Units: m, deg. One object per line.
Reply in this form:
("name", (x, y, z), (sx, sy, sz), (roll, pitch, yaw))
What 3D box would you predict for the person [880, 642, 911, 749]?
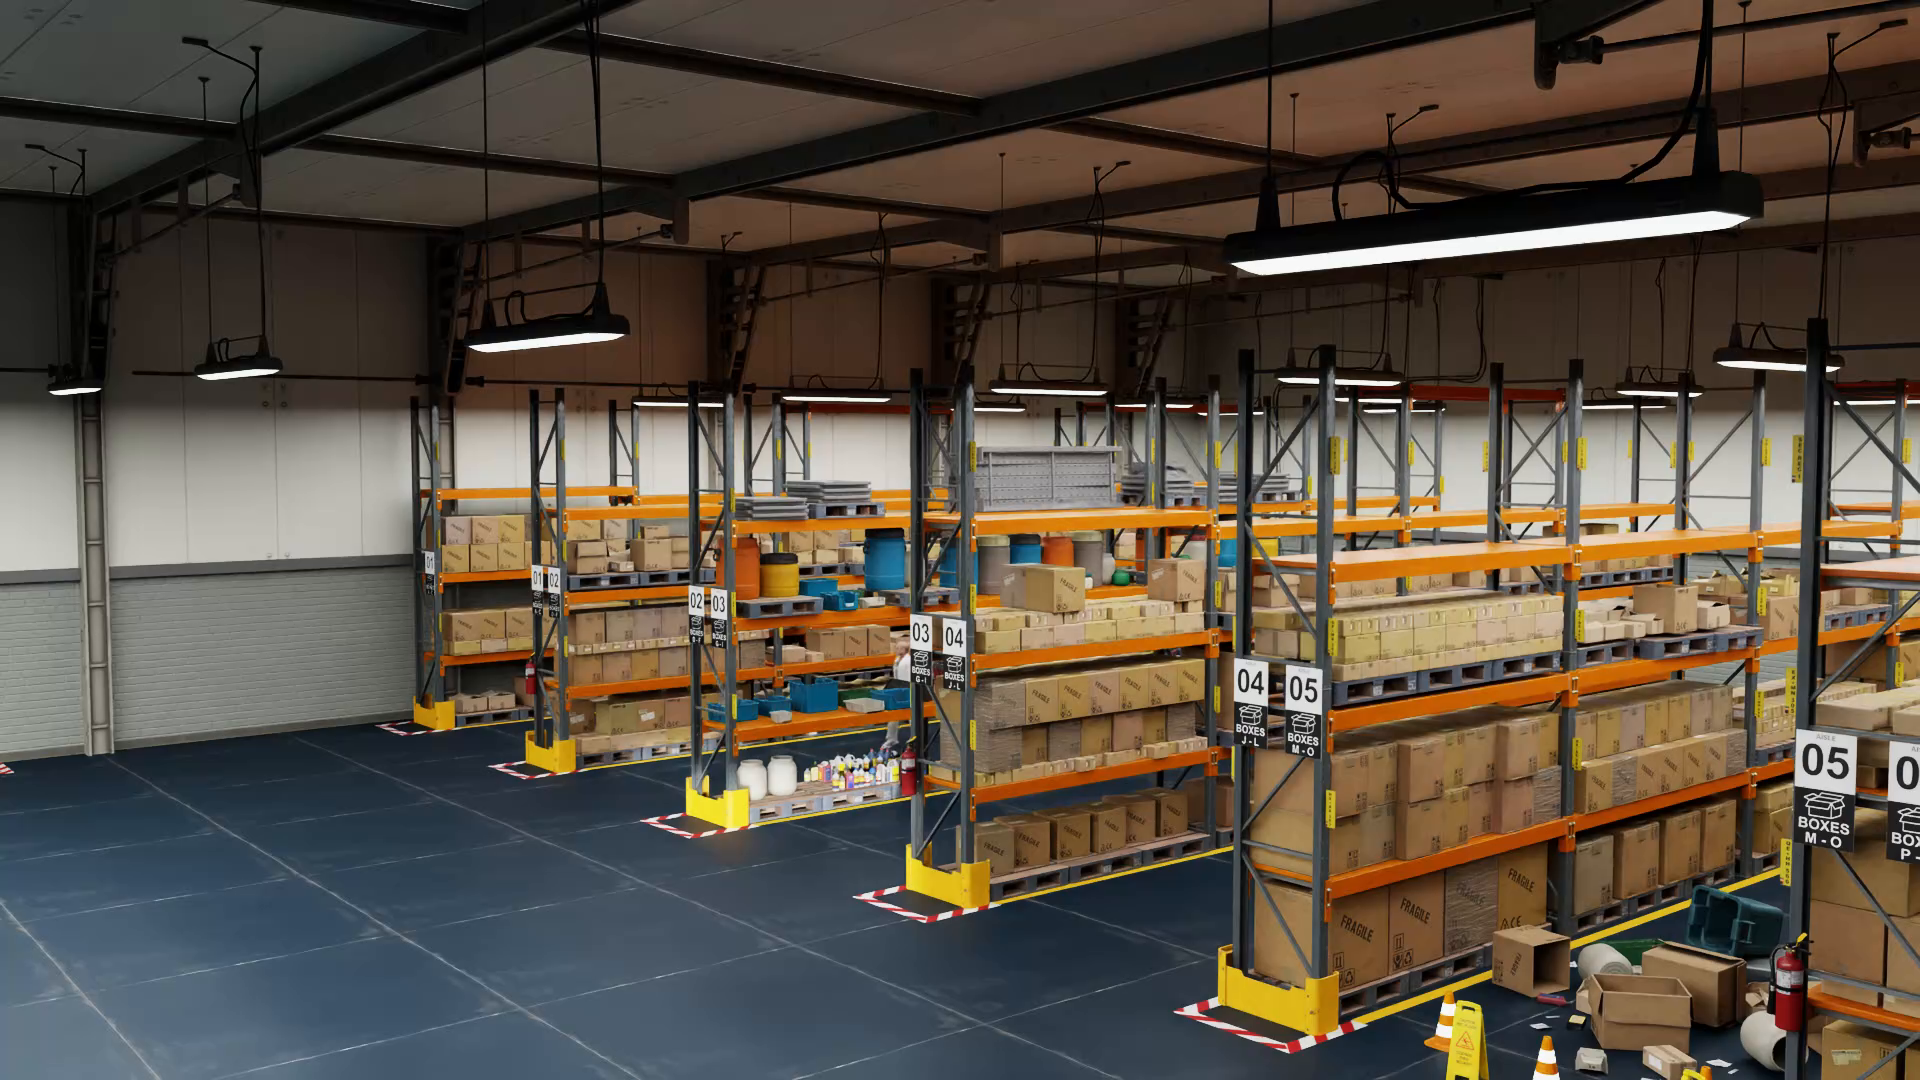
("person", (-0.993, 2.634, 28.223), (0.845, 1.819, 0.617), (-3, 4, -37))
